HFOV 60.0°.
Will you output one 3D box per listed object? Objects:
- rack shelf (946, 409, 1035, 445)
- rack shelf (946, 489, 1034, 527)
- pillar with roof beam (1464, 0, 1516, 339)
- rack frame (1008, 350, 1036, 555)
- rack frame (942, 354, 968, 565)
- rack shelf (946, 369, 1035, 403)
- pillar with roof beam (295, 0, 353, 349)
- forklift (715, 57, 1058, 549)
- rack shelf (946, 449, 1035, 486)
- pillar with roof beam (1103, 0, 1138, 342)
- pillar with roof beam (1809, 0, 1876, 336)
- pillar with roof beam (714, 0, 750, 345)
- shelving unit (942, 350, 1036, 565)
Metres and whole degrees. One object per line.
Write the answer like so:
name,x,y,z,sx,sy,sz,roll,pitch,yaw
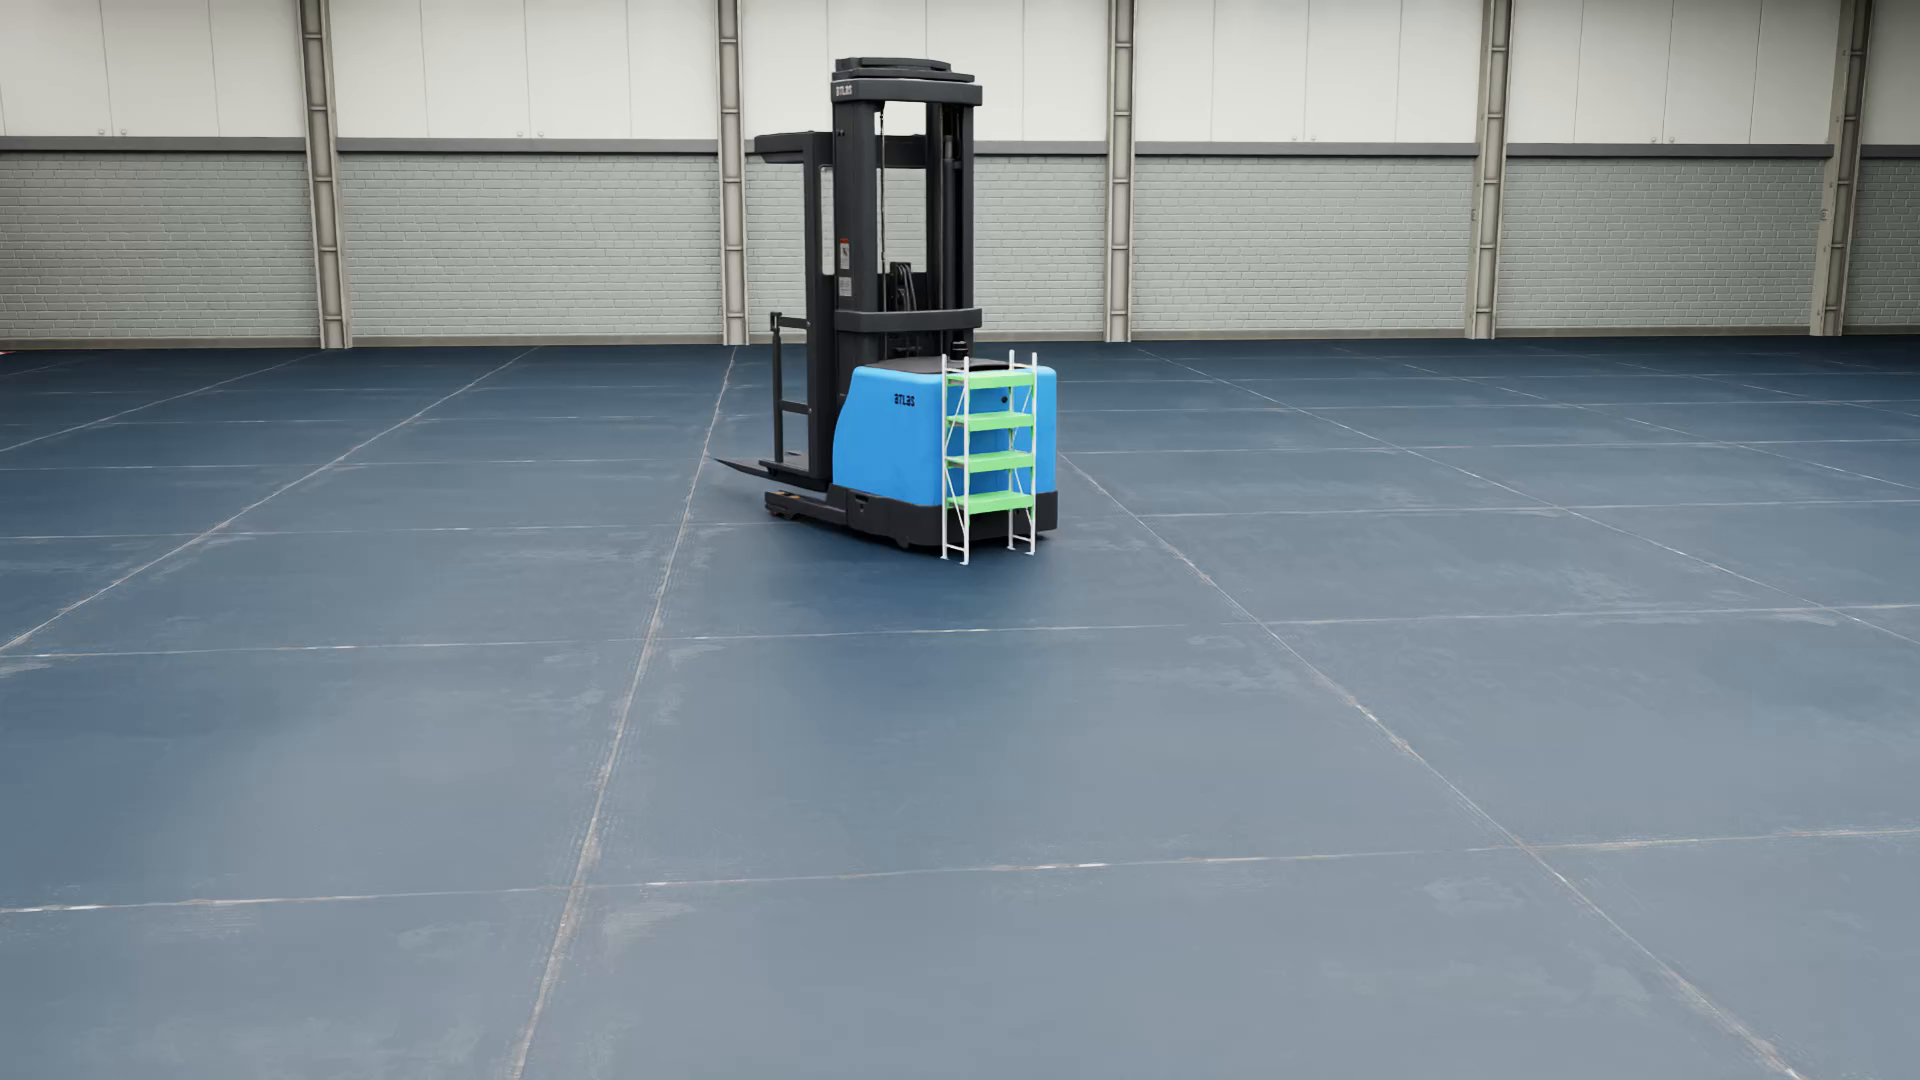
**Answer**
rack shelf,0.171,-0.663,9.716,0.480,0.148,0.258,-8,14,-35
rack shelf,0.171,-0.192,9.809,0.480,0.148,0.258,-8,14,-35
pillar with roof beam,8.925,-6.878,22.024,0.400,9.000,9.100,-1,11,-6
rack frame,0.370,-0.517,9.889,0.015,1.200,0.240,-8,14,-35
rack frame,-0.027,-0.463,9.611,0.015,1.200,0.240,-8,14,-35
rack shelf,0.171,-0.898,9.670,0.480,0.148,0.258,-8,14,-35
pillar with roof beam,-8.970,-6.503,20.117,0.400,9.000,9.100,-1,11,-6
forklift,-0.656,-1.620,11.009,1.130,2.935,3.031,-8,14,-35
rack shelf,0.171,-0.427,9.763,0.480,0.148,0.258,-8,14,-35
pillar with roof beam,2.960,-6.753,21.389,0.400,9.000,9.100,-1,11,-6
pillar with roof beam,14.890,-7.003,22.660,0.400,9.000,9.100,-1,11,-6
pillar with roof beam,-3.005,-6.628,20.753,0.400,9.000,9.100,-1,11,-6
shelving unit,0.171,-0.490,9.750,0.503,1.200,0.258,-8,14,-35
